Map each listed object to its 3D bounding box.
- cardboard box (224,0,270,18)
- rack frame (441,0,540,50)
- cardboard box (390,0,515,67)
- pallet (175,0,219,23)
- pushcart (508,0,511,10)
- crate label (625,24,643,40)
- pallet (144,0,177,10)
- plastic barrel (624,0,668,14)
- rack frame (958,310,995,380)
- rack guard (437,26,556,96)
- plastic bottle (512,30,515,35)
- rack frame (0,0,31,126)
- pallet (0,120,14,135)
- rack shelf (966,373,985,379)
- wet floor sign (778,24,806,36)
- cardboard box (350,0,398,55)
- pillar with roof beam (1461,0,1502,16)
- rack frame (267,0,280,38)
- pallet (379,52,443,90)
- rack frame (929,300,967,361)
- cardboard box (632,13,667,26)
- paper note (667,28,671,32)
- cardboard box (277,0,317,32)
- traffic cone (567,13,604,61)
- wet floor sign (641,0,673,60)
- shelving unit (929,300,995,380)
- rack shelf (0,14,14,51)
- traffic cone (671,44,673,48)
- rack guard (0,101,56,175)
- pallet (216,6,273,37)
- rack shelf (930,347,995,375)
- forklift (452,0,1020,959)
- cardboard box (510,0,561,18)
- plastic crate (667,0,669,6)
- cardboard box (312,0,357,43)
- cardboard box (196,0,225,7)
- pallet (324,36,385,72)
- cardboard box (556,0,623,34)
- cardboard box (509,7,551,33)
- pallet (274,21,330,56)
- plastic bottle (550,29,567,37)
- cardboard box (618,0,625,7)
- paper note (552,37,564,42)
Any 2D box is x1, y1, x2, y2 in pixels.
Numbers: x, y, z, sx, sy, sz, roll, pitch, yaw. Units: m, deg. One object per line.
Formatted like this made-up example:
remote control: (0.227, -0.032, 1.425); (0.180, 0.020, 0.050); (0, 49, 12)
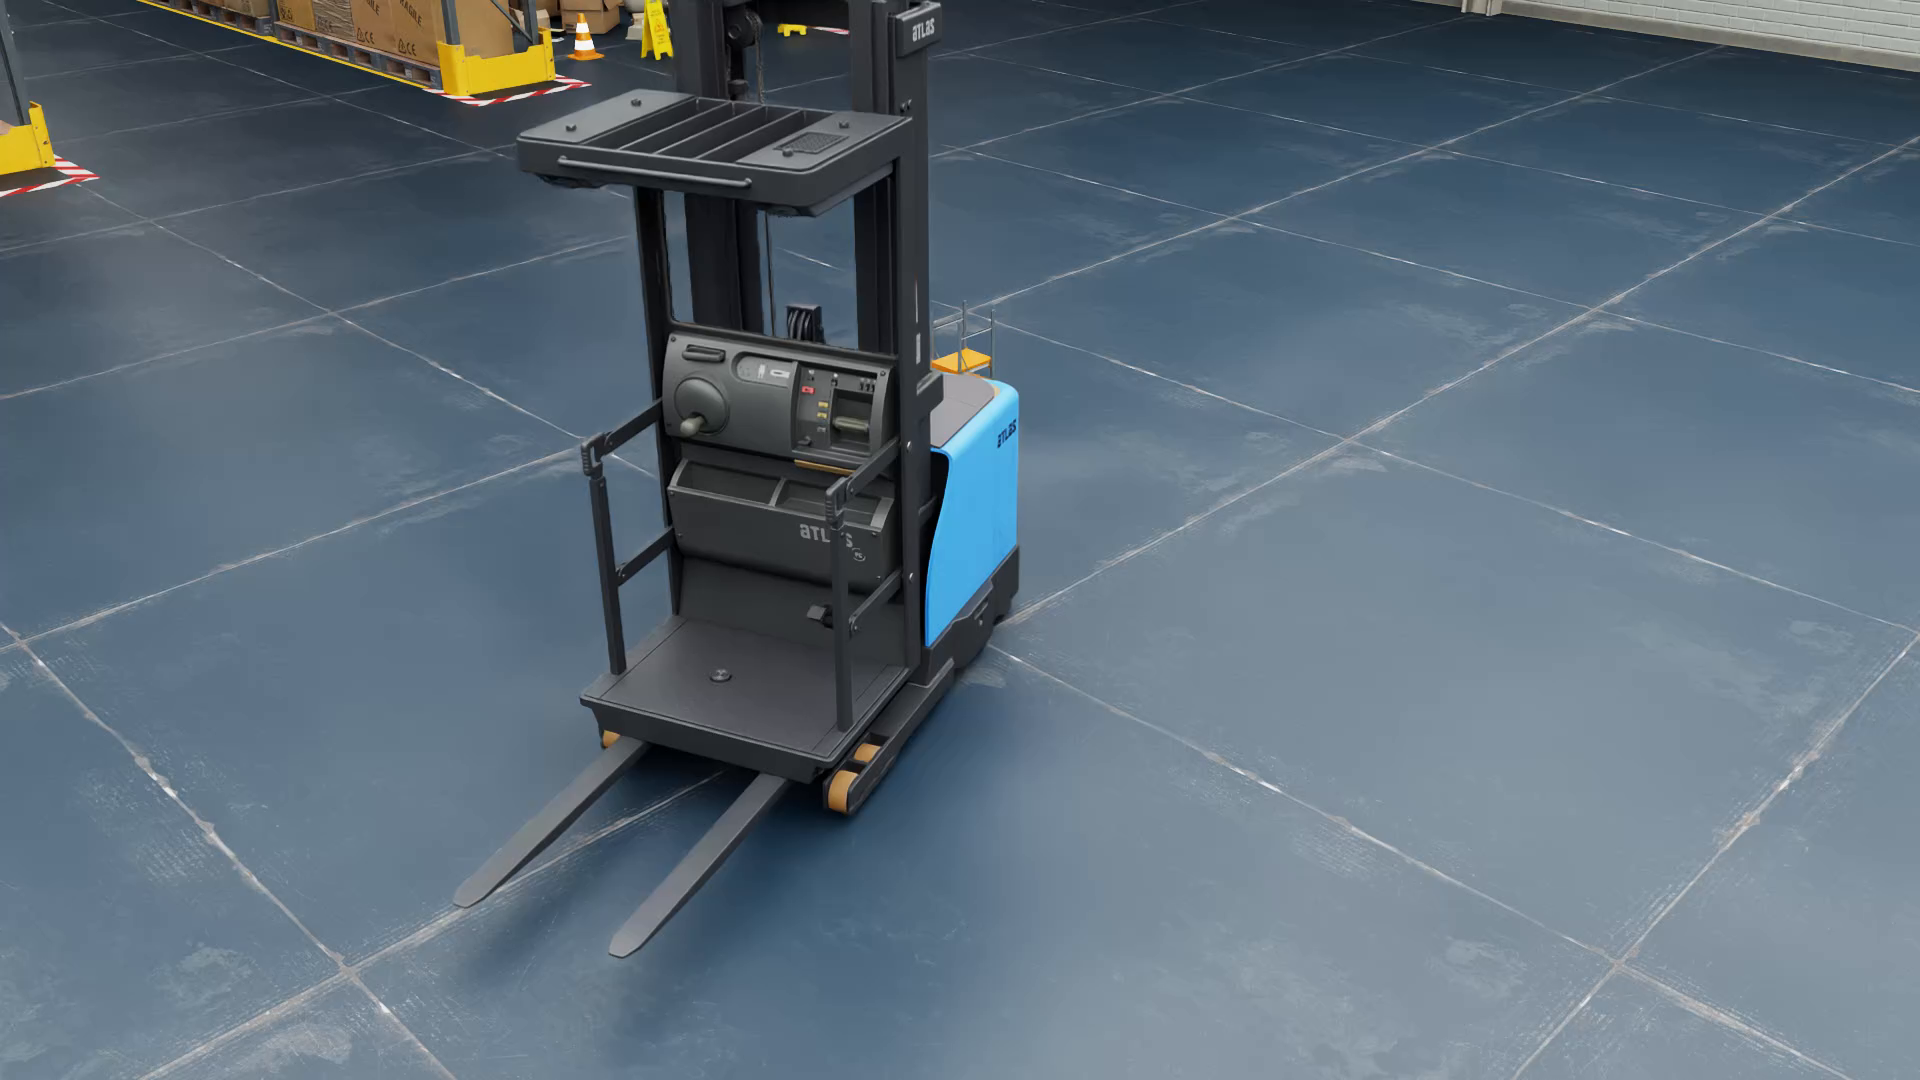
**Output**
cardboard box: (-8.124, -6.707, 19.748); (0.750, 0.750, 1.050); (24, 36, 38)
rack frame: (-4.766, -6.039, 16.511); (0.127, 3.000, 1.000); (25, 36, 38)
cardboard box: (-5.296, -5.484, 17.287); (0.875, 0.875, 0.875); (25, 37, 39)
pallet: (-9.095, -6.735, 20.831); (1.213, 0.211, 1.003); (25, 36, 38)
pushcart: (-5.783, -7.086, 21.321); (0.936, 0.377, 1.648); (12, 30, 22)
crate label: (-3.718, -5.916, 19.354); (0.298, 0.136, 0.250); (7, 29, 13)
pallet: (-9.961, -7.133, 21.588); (1.213, 0.211, 1.003); (25, 36, 38)
plastic barrel: (-3.902, -6.746, 20.624); (0.512, 0.421, 0.421); (-3, 28, -5)
rack frame: (0.076, -0.496, 7.905); (0.006, 1.200, 0.240); (25, 36, 38)
rack guard: (-4.749, -4.925, 17.078); (0.348, 0.500, 1.175); (25, 36, 38)
plastic bottle: (-5.336, -5.928, 19.458); (0.133, 0.061, 0.283); (12, 30, 22)
rack frame: (-8.315, -4.426, 13.444); (0.127, 3.000, 1.000); (25, 36, 38)
pallet: (-8.924, -3.493, 14.666); (1.213, 0.211, 1.003); (25, 36, 38)
rack shelf: (0.010, -0.699, 7.871); (0.180, 0.103, 0.258); (25, 36, 38)
wet floor sign: (-1.982, -6.255, 19.453); (0.267, 0.644, 0.232); (-13, 30, -22)
cardboard box: (-5.925, -5.770, 17.832); (0.875, 0.875, 0.875); (24, 36, 38)
pillar with roof beam: (3.506, -9.158, 15.998); (0.400, 9.000, 9.100); (25, 36, 38)
rack frame: (-7.618, -7.344, 18.994); (0.127, 3.000, 1.000); (25, 36, 38)
pallet: (-5.391, -5.039, 17.607); (1.213, 0.211, 1.003); (25, 36, 38)
rack frame: (-0.055, -0.556, 8.019); (0.006, 1.200, 0.240); (25, 36, 38)
cardboard box: (-3.718, -6.210, 19.900); (0.380, 0.149, 0.250); (-7, 29, -14)
paper note: (-3.437, -6.048, 19.720); (0.142, 0.019, 0.148); (12, 30, 22)
cardboard box: (-7.219, -6.361, 18.956); (0.875, 0.875, 0.875); (-25, 36, -38)
traffic cone: (-4.149, -5.560, 18.328); (0.334, 0.463, 0.336); (25, 36, 38)
wet floor sign: (-3.357, -5.644, 18.291); (0.232, 0.644, 0.267); (18, 33, 30)
shelving unit: (0.010, -0.526, 7.962); (0.189, 1.200, 0.258); (25, 36, 38)
rack shelf: (-9.741, -4.760, 14.852); (4.000, 0.370, 1.077); (25, 36, 38)
traffic cone: (-3.114, -5.825, 18.830); (0.334, 0.463, 0.336); (25, 36, 38)
rack guard: (-8.369, -3.344, 14.073); (0.348, 0.500, 1.175); (25, 36, 38)
pallet: (-8.221, -6.336, 20.074); (1.213, 0.211, 1.003); (25, 36, 38)
rack shelf: (0.010, -0.806, 7.815); (0.180, 0.103, 0.258); (25, 36, 38)
forklift: (-0.775, -0.487, 6.027); (1.130, 2.935, 3.031); (11, 30, 20)
cardboard box: (-5.067, -6.705, 20.315); (0.503, 0.637, 0.797); (25, 36, 38)
plastic crate: (-3.675, -6.943, 21.368); (0.583, 0.080, 0.402); (12, 30, 22)
cardboard box: (-6.573, -6.068, 18.399); (0.875, 0.875, 0.875); (25, 37, 39)
cardboard box: (-8.809, -7.023, 20.349); (0.750, 0.750, 1.050); (25, 36, 38)
pallet: (-6.256, -5.437, 18.364); (1.213, 0.211, 1.003); (25, 36, 38)
cardboard box: (-4.395, -6.342, 19.771); (0.637, 0.503, 0.797); (2, 28, 4)
cardboard box: (-5.101, -6.184, 19.726); (0.396, 0.266, 0.258); (-18, 33, -31)
pallet: (-7.131, -5.836, 19.121); (1.213, 0.211, 1.003); (25, 36, 38)
plastic bottle: (-4.769, -5.954, 19.508); (0.283, 0.061, 0.133); (12, 30, 22)
cardboard box: (-4.410, -7.113, 21.238); (0.500, 0.500, 0.500); (-3, 28, -5)
paper note: (-4.664, -5.785, 19.222); (0.144, 0.017, 0.142); (-13, 30, -22)
